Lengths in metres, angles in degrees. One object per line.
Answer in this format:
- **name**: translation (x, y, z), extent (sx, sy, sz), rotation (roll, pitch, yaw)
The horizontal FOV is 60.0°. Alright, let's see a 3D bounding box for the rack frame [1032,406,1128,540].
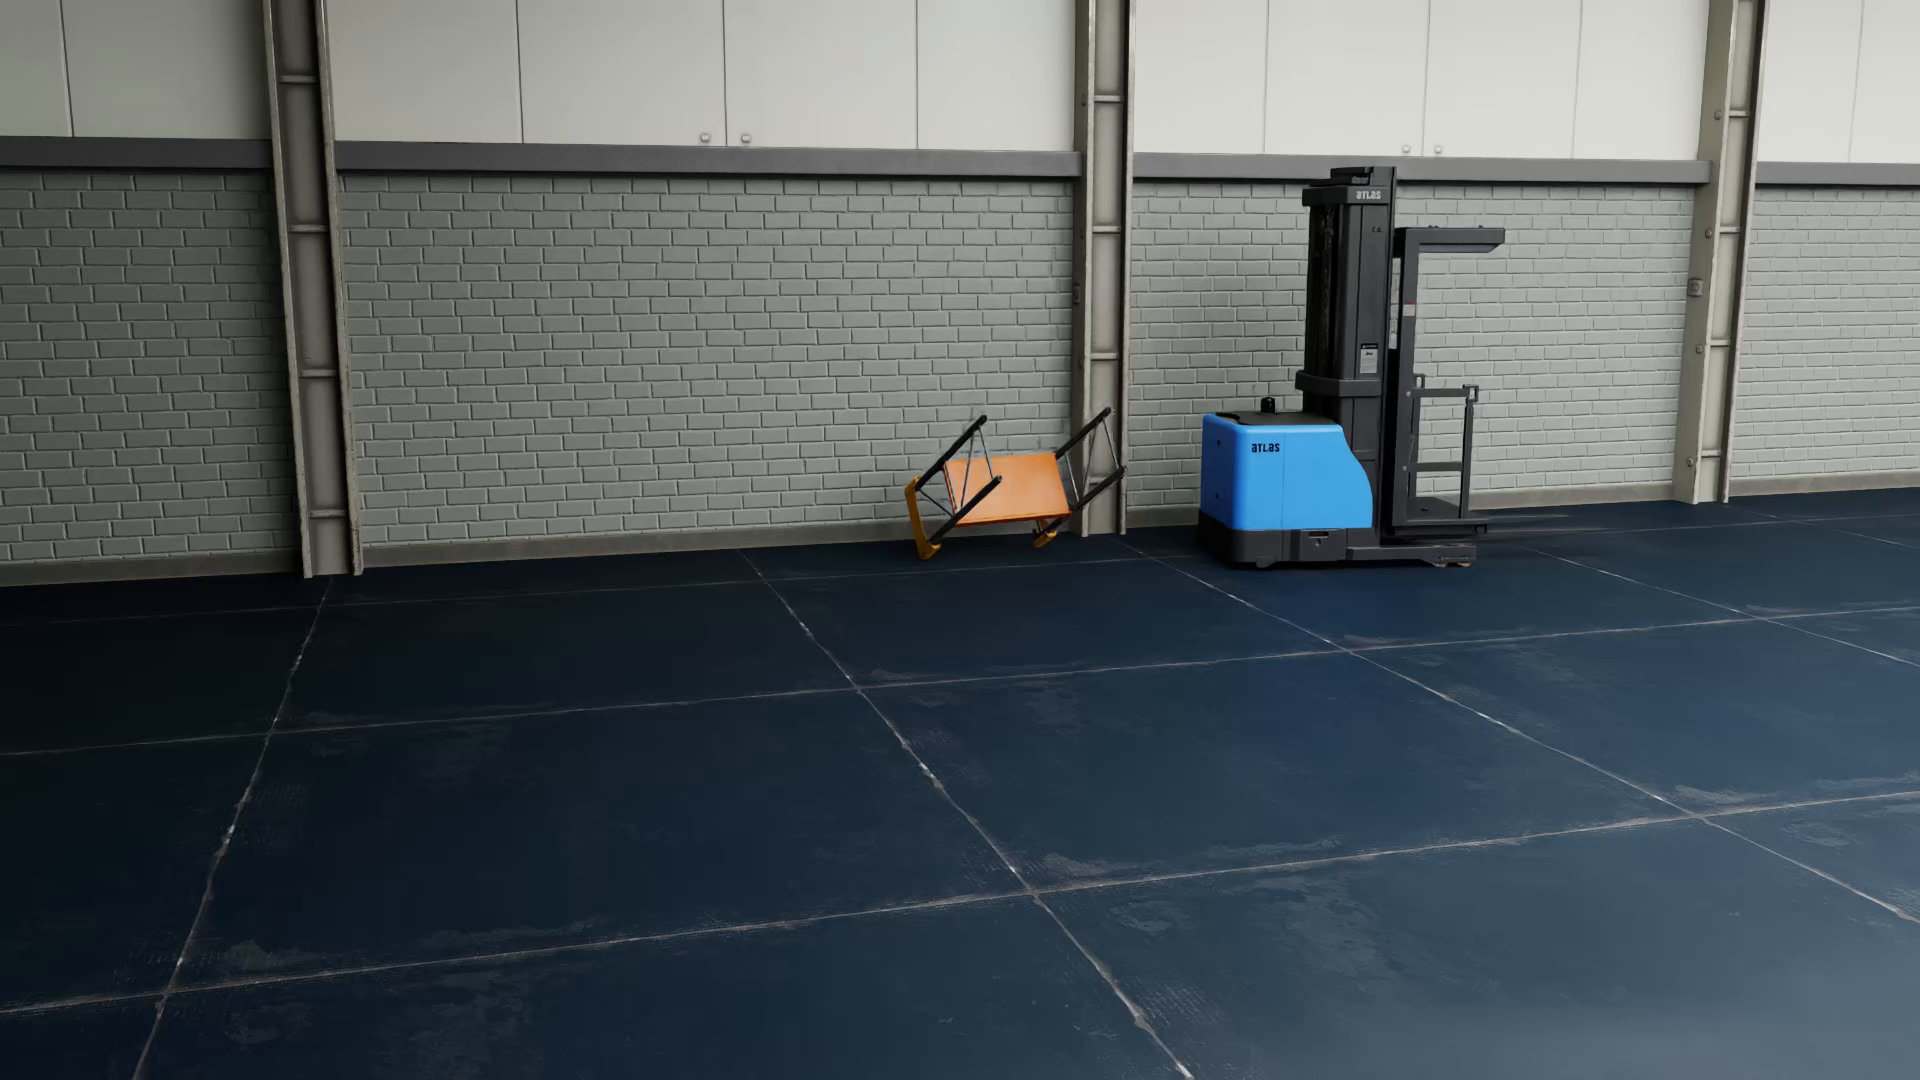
- **rack frame**: translation (0.845, -0.476, 12.628), extent (0.032, 0.500, 1.500), rotation (-6, -18, -26)

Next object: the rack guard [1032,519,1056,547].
- **rack guard**: translation (0.603, -0.260, 13.163), extent (0.087, 0.587, 0.250), rotation (-6, -18, -26)

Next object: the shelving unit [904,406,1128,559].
- **shelving unit**: translation (0.399, -0.431, 12.409), extent (1.083, 0.587, 1.500), rotation (-6, -18, -26)

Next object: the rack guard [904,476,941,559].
- **rack guard**: translation (-0.288, -0.172, 12.726), extent (0.087, 0.587, 0.250), rotation (-6, -18, -26)

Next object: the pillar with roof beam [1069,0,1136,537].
- **pillar with roof beam**: translation (2.353, -3.742, 9.017), extent (0.400, 9.000, 9.100), rotation (-3, 11, -16)

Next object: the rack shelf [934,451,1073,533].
- **rack shelf**: translation (0.321, -0.369, 12.559), extent (1.000, 0.538, 0.185), rotation (-6, -18, -26)

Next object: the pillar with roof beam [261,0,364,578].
- **pillar with roof beam**: translation (-3.408, -3.438, 7.368), extent (0.400, 9.000, 9.100), rotation (-3, 11, -16)

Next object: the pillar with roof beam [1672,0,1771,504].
- **pillar with roof beam**: translation (8.114, -4.045, 10.667), extent (0.400, 9.000, 9.100), rotation (-3, 11, -16)

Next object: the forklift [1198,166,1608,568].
- **forklift**: translation (3.439, -1.331, 12.682), extent (3.031, 2.935, 1.130), rotation (-1, 11, -7)

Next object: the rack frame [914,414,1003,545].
- **rack frame**: translation (-0.064, -0.385, 12.182), extent (0.032, 0.500, 1.500), rotation (-6, -18, -26)
